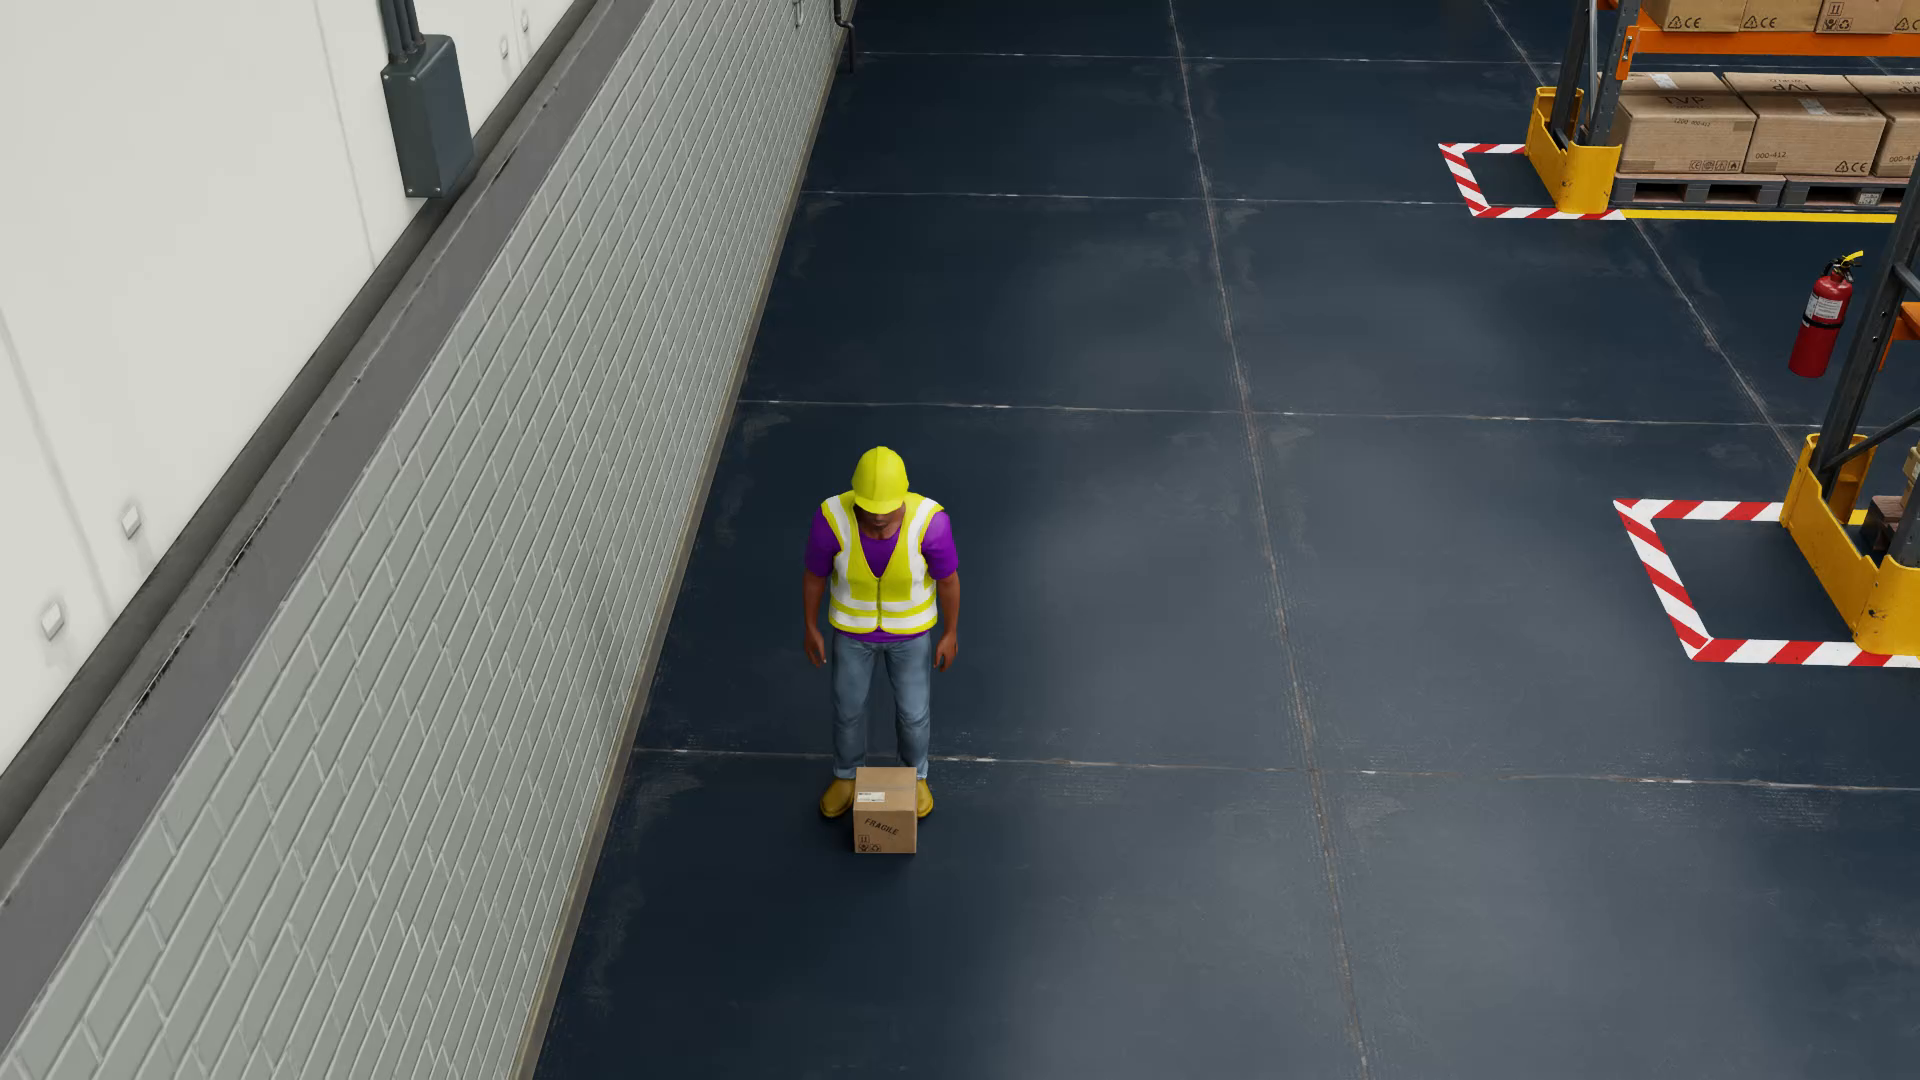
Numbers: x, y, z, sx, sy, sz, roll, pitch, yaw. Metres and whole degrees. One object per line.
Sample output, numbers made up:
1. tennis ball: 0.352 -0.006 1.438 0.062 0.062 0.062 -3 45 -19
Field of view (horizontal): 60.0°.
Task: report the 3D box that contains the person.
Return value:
1. person: -0.313 0.364 6.591 0.626 1.760 0.461 1 35 2
